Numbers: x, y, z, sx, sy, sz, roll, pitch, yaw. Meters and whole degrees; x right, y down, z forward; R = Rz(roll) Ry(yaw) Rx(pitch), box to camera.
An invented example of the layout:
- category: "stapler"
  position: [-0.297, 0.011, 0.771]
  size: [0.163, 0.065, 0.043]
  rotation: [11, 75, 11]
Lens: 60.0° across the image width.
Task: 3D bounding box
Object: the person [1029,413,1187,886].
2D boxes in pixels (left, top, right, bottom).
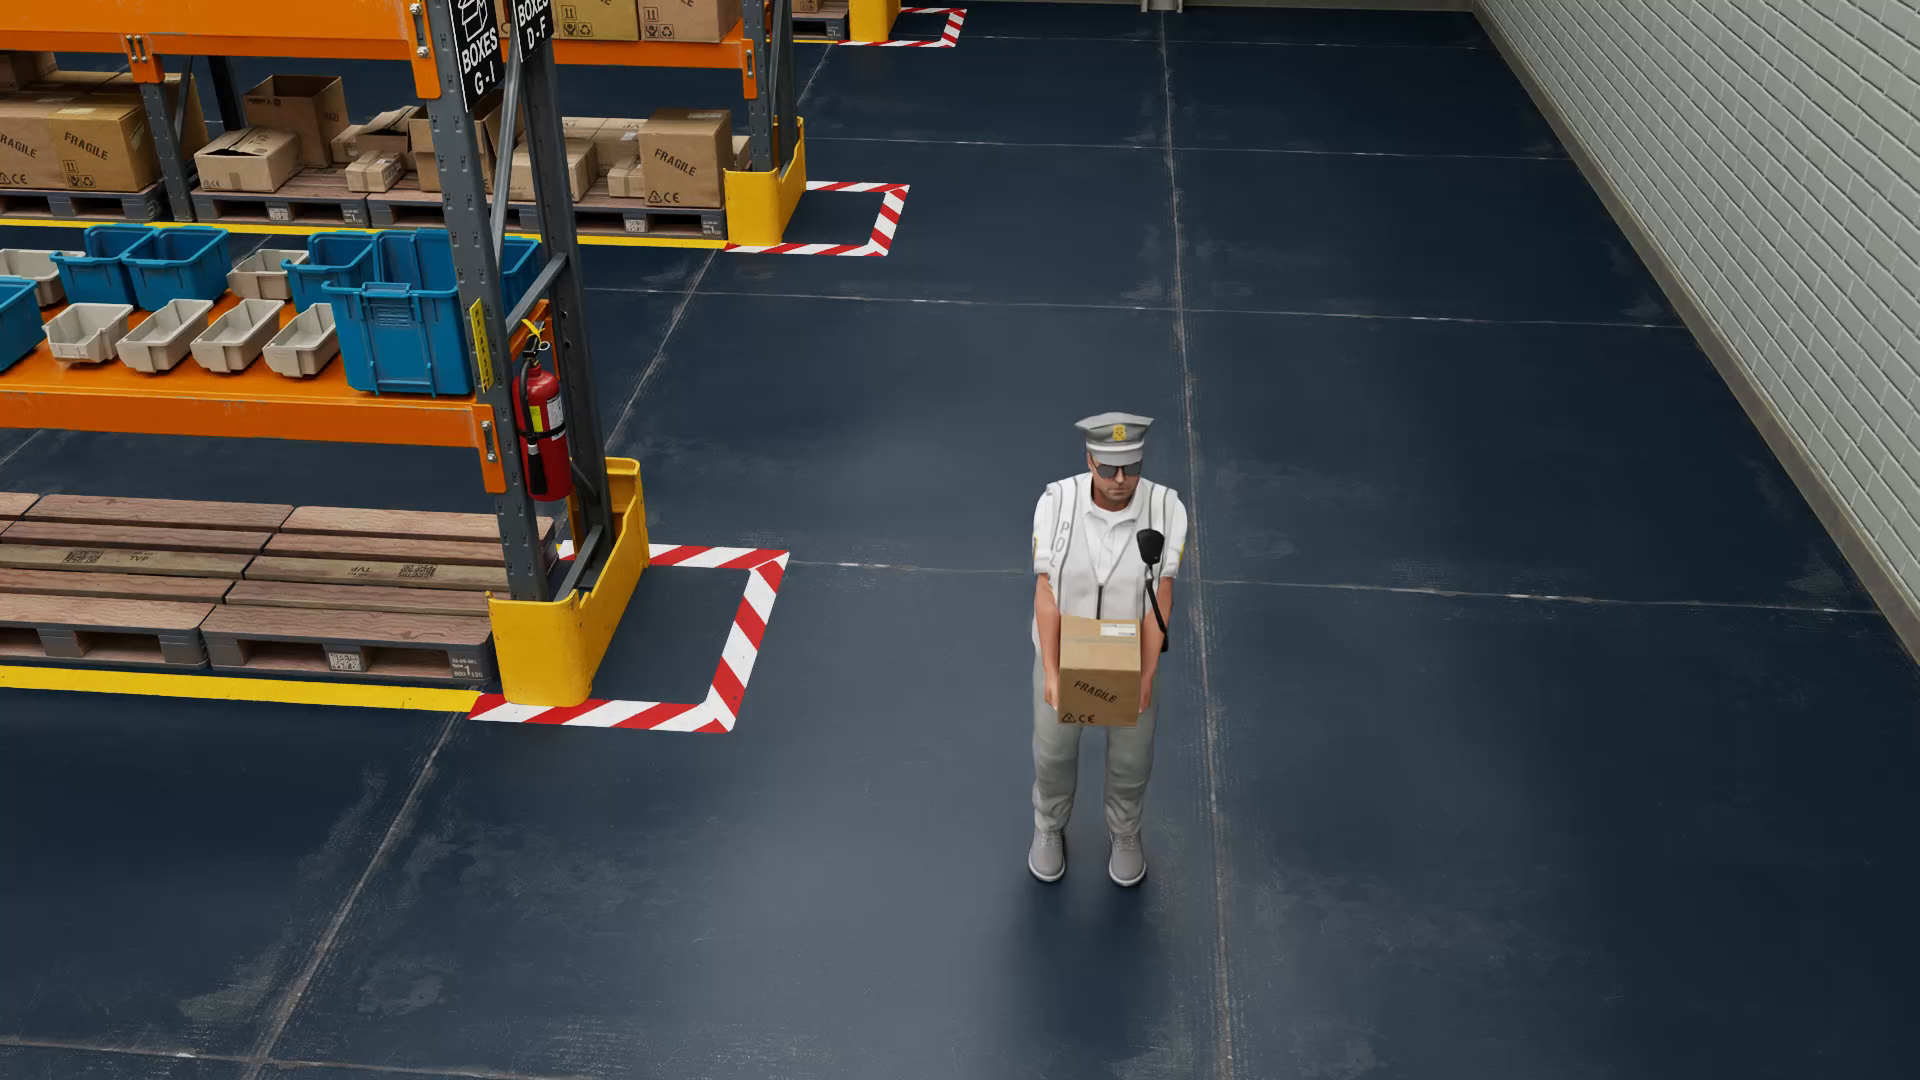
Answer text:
- category: "person"
  position: [0.470, 0.402, 5.468]
  size: [0.490, 1.772, 0.564]
  rotation: [2, 32, 4]
